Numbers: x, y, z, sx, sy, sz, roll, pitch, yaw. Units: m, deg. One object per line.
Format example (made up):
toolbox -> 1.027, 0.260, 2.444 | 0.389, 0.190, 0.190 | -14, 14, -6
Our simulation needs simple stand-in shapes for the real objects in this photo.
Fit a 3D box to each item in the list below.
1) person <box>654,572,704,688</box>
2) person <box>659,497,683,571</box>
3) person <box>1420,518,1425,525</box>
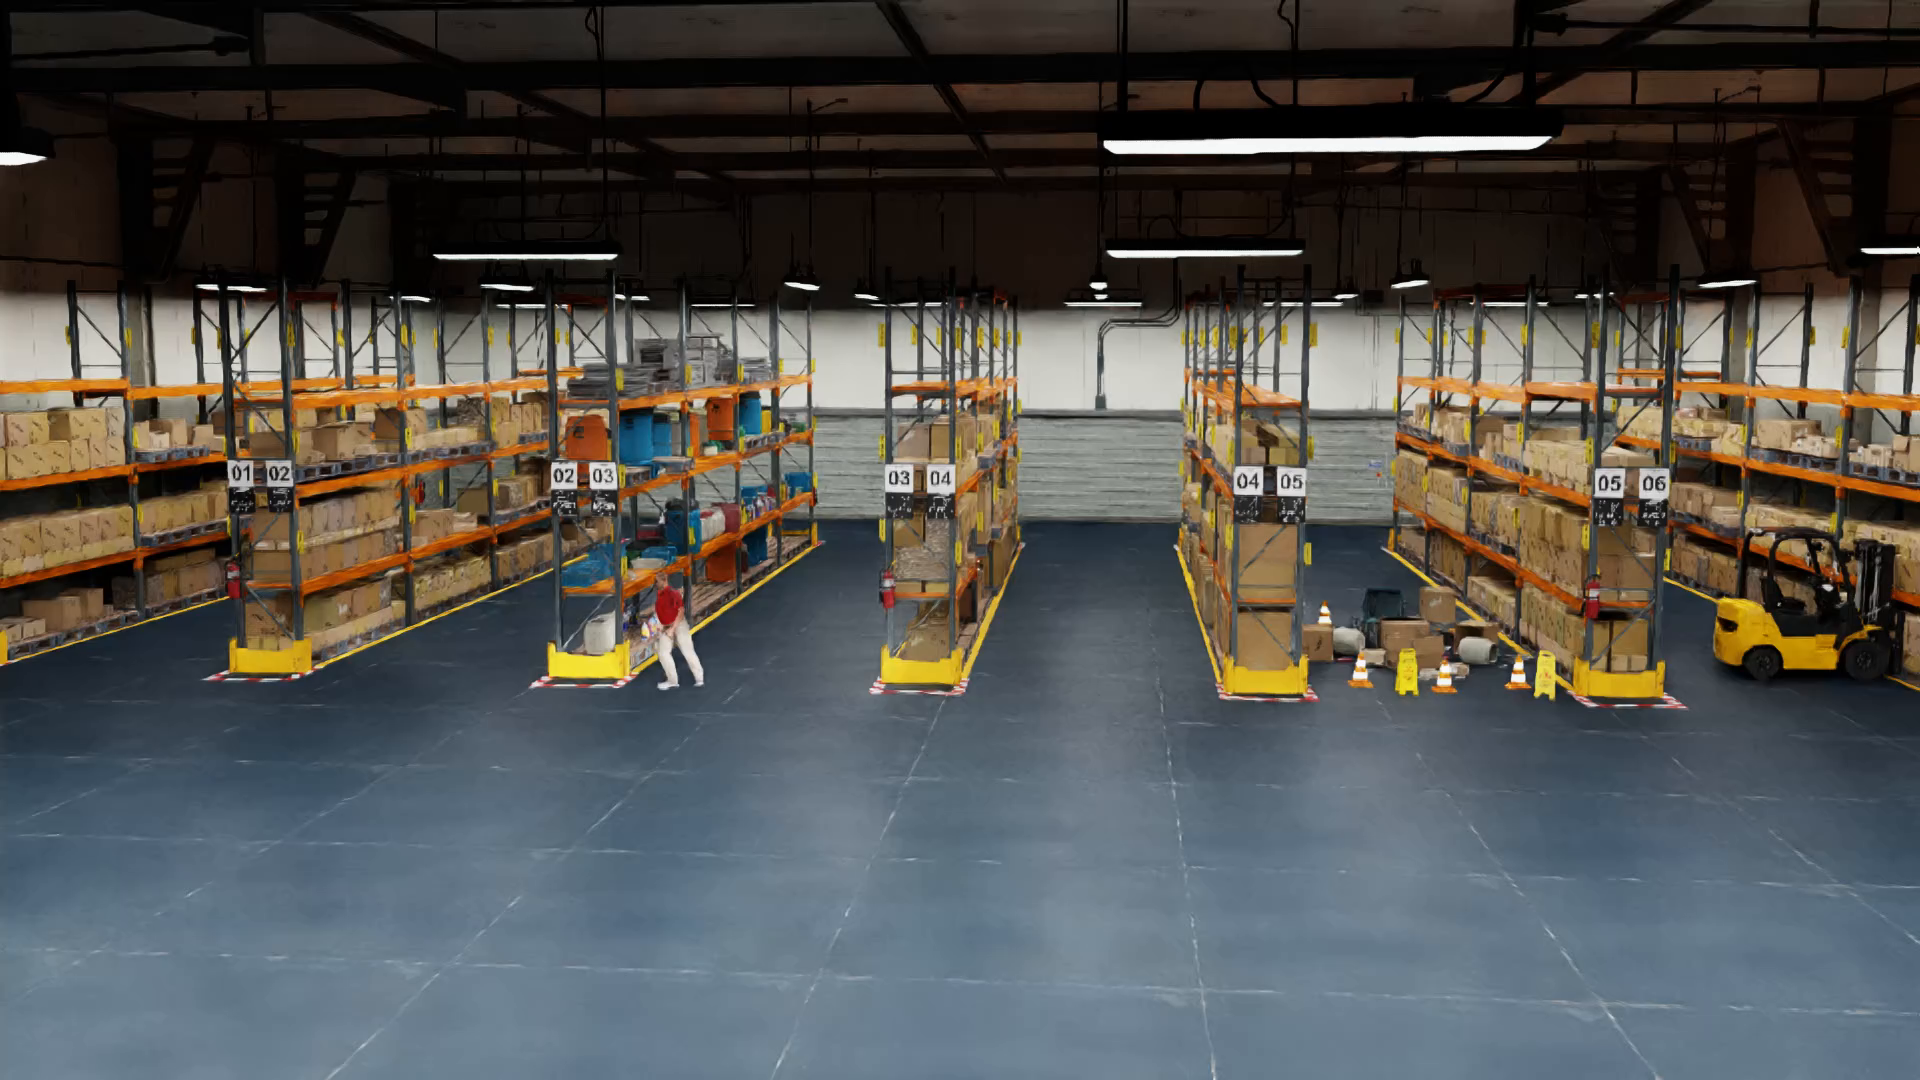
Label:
person -> -4.045, 1.277, 23.862 | 0.653, 1.683, 0.682 | 6, 9, 43
person -> -6.164, -0.145, 35.810 | 0.639, 1.632, 0.498 | 0, 7, 3
person -> 11.910, -1.054, 42.815 | 0.530, 1.794, 0.646 | -4, 8, -32
